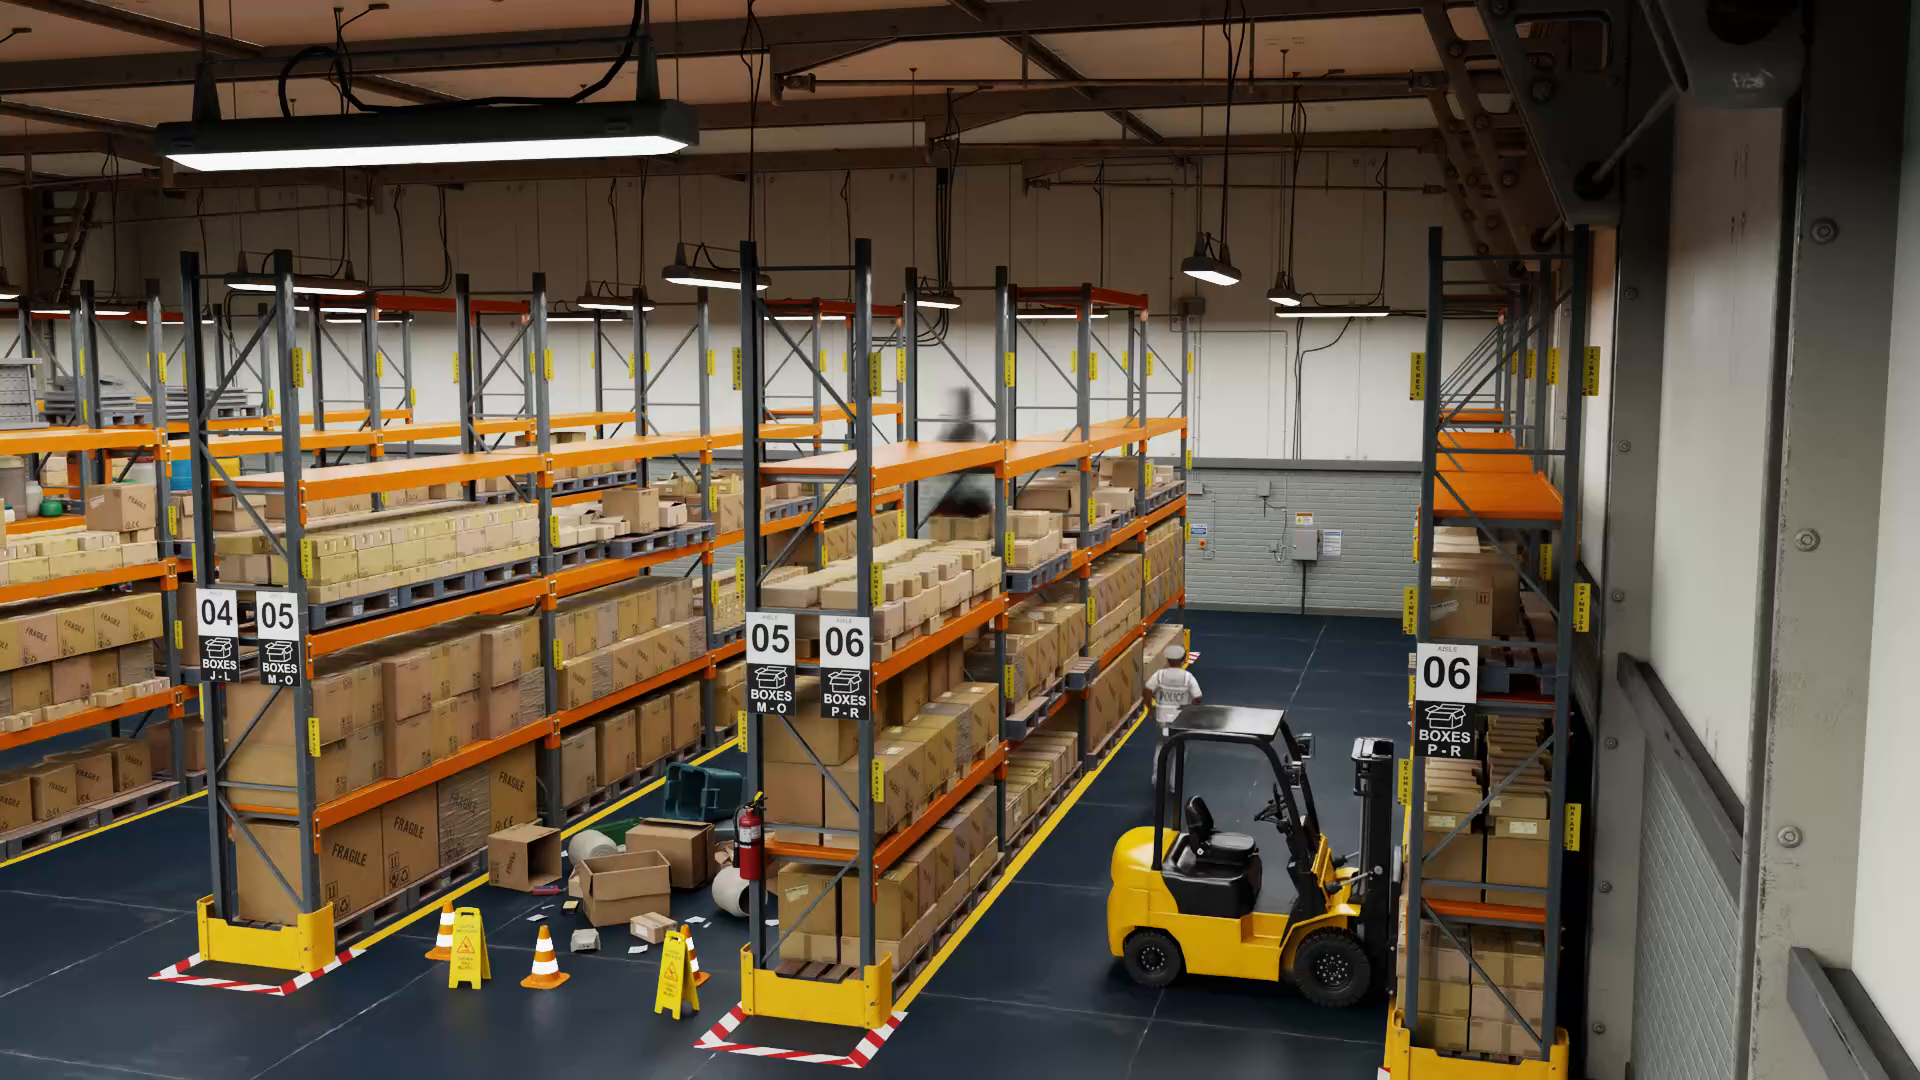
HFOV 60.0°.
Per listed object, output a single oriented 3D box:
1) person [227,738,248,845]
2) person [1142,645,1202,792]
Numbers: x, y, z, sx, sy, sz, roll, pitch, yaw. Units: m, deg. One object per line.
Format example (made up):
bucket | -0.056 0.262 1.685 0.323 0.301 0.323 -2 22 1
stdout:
person | -7.013 2.604 16.311 0.605 1.503 0.804 0 6 3
person | 2.536 2.090 19.740 0.680 1.734 0.615 2 7 16
